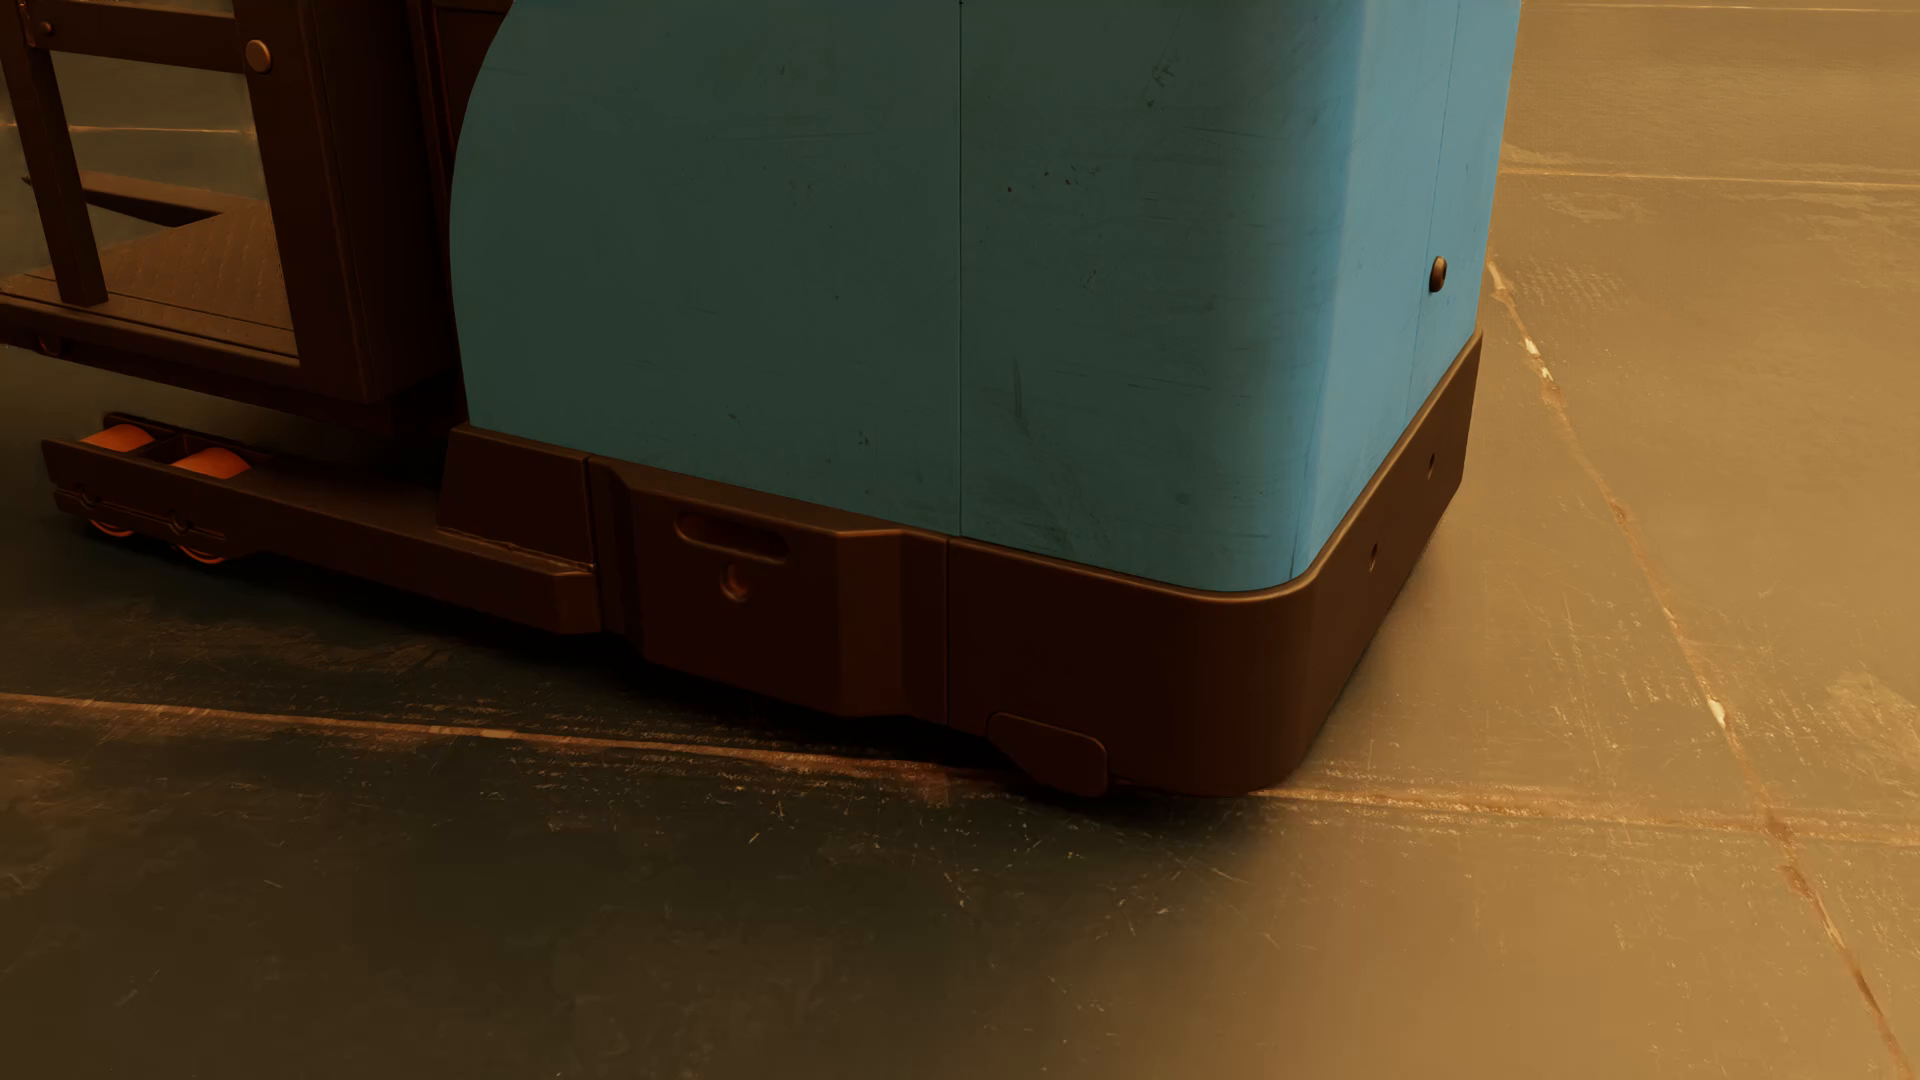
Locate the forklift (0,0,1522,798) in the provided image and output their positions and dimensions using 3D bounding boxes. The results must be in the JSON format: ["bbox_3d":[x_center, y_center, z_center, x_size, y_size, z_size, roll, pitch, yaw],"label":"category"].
[{"bbox_3d":[-0.786,-1.471,2.166,3.031,2.935,1.130,13,29,24],"label":"forklift"}]
